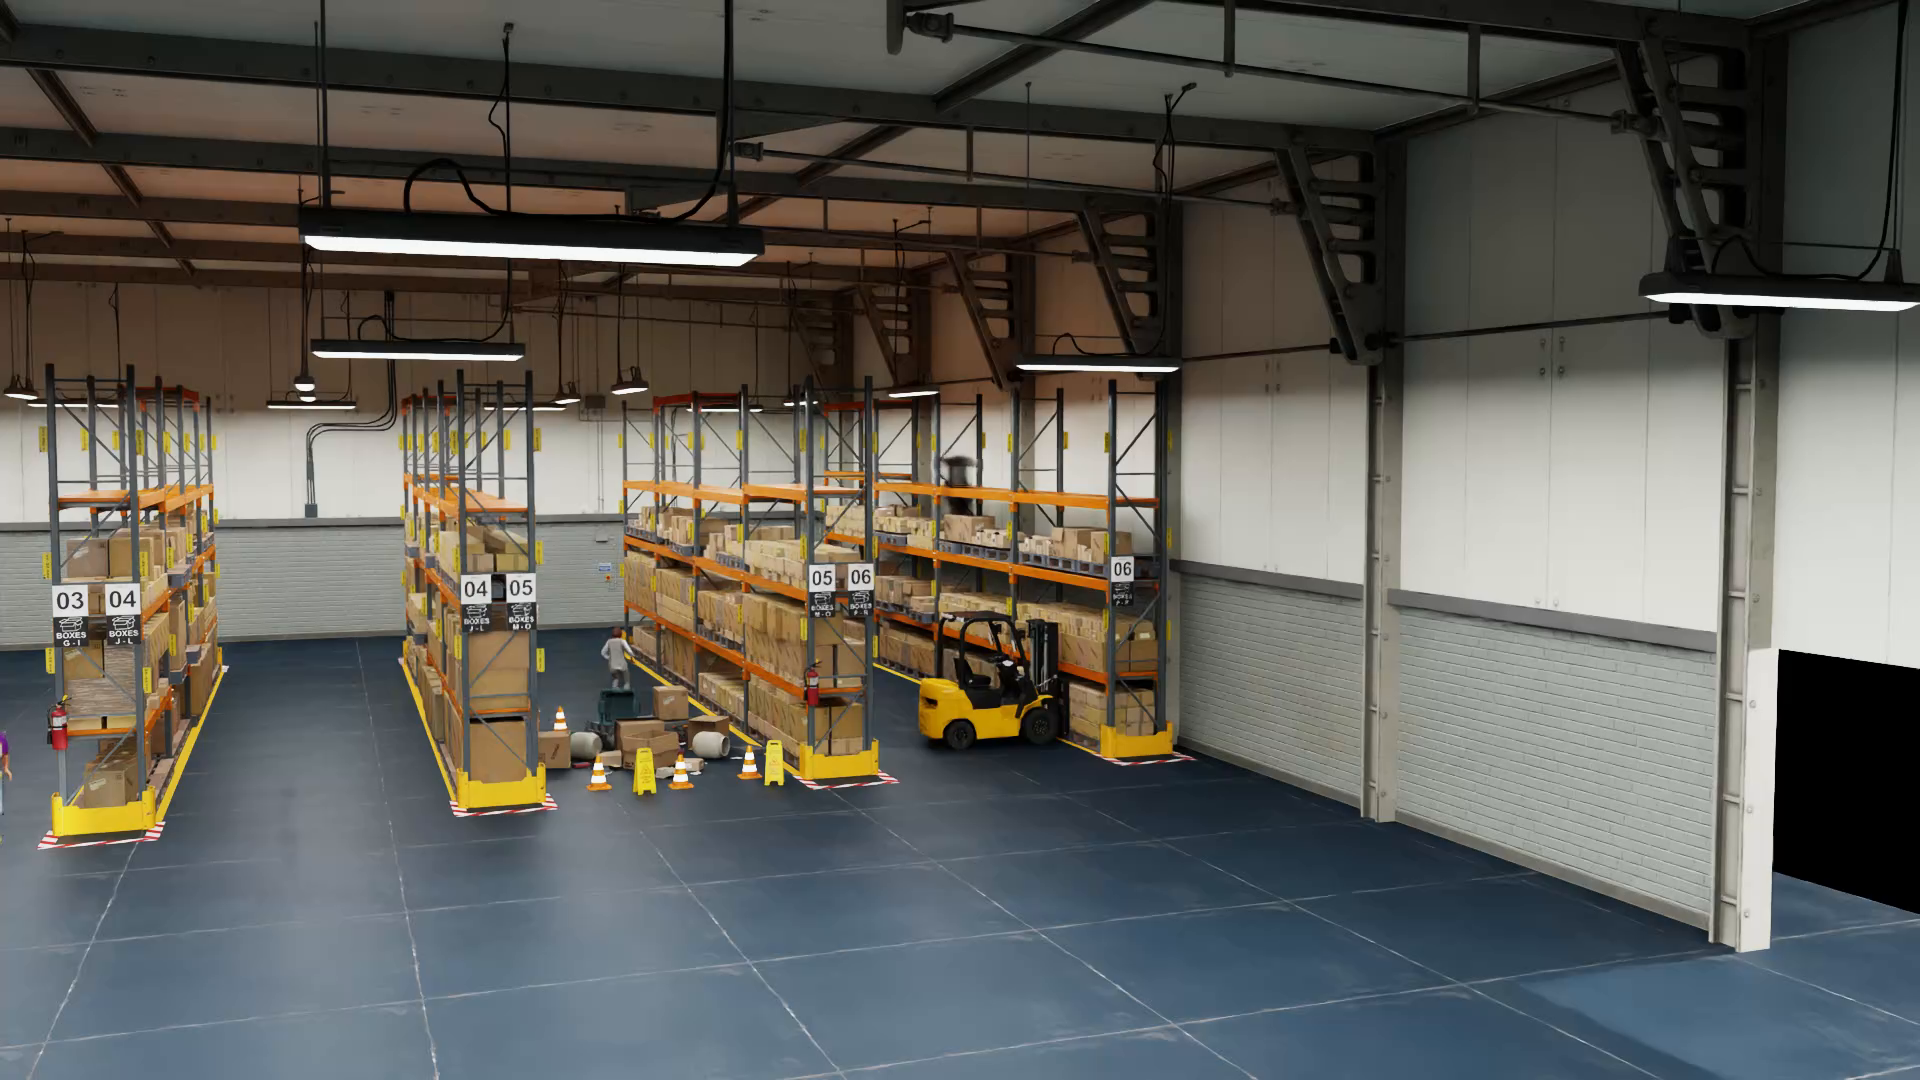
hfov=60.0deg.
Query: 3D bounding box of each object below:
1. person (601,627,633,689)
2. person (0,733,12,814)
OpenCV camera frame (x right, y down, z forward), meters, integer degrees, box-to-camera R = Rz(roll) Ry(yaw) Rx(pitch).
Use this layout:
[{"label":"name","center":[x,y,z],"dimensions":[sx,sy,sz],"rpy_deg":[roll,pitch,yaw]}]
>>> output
[{"label":"person","center":[-6.525,2.421,31.689],"dimensions":[0.617,1.494,0.500],"rpy_deg":[0,3,-1]},{"label":"person","center":[-12.135,2.949,20.607],"dimensions":[0.613,1.701,0.690],"rpy_deg":[2,4,33]}]
